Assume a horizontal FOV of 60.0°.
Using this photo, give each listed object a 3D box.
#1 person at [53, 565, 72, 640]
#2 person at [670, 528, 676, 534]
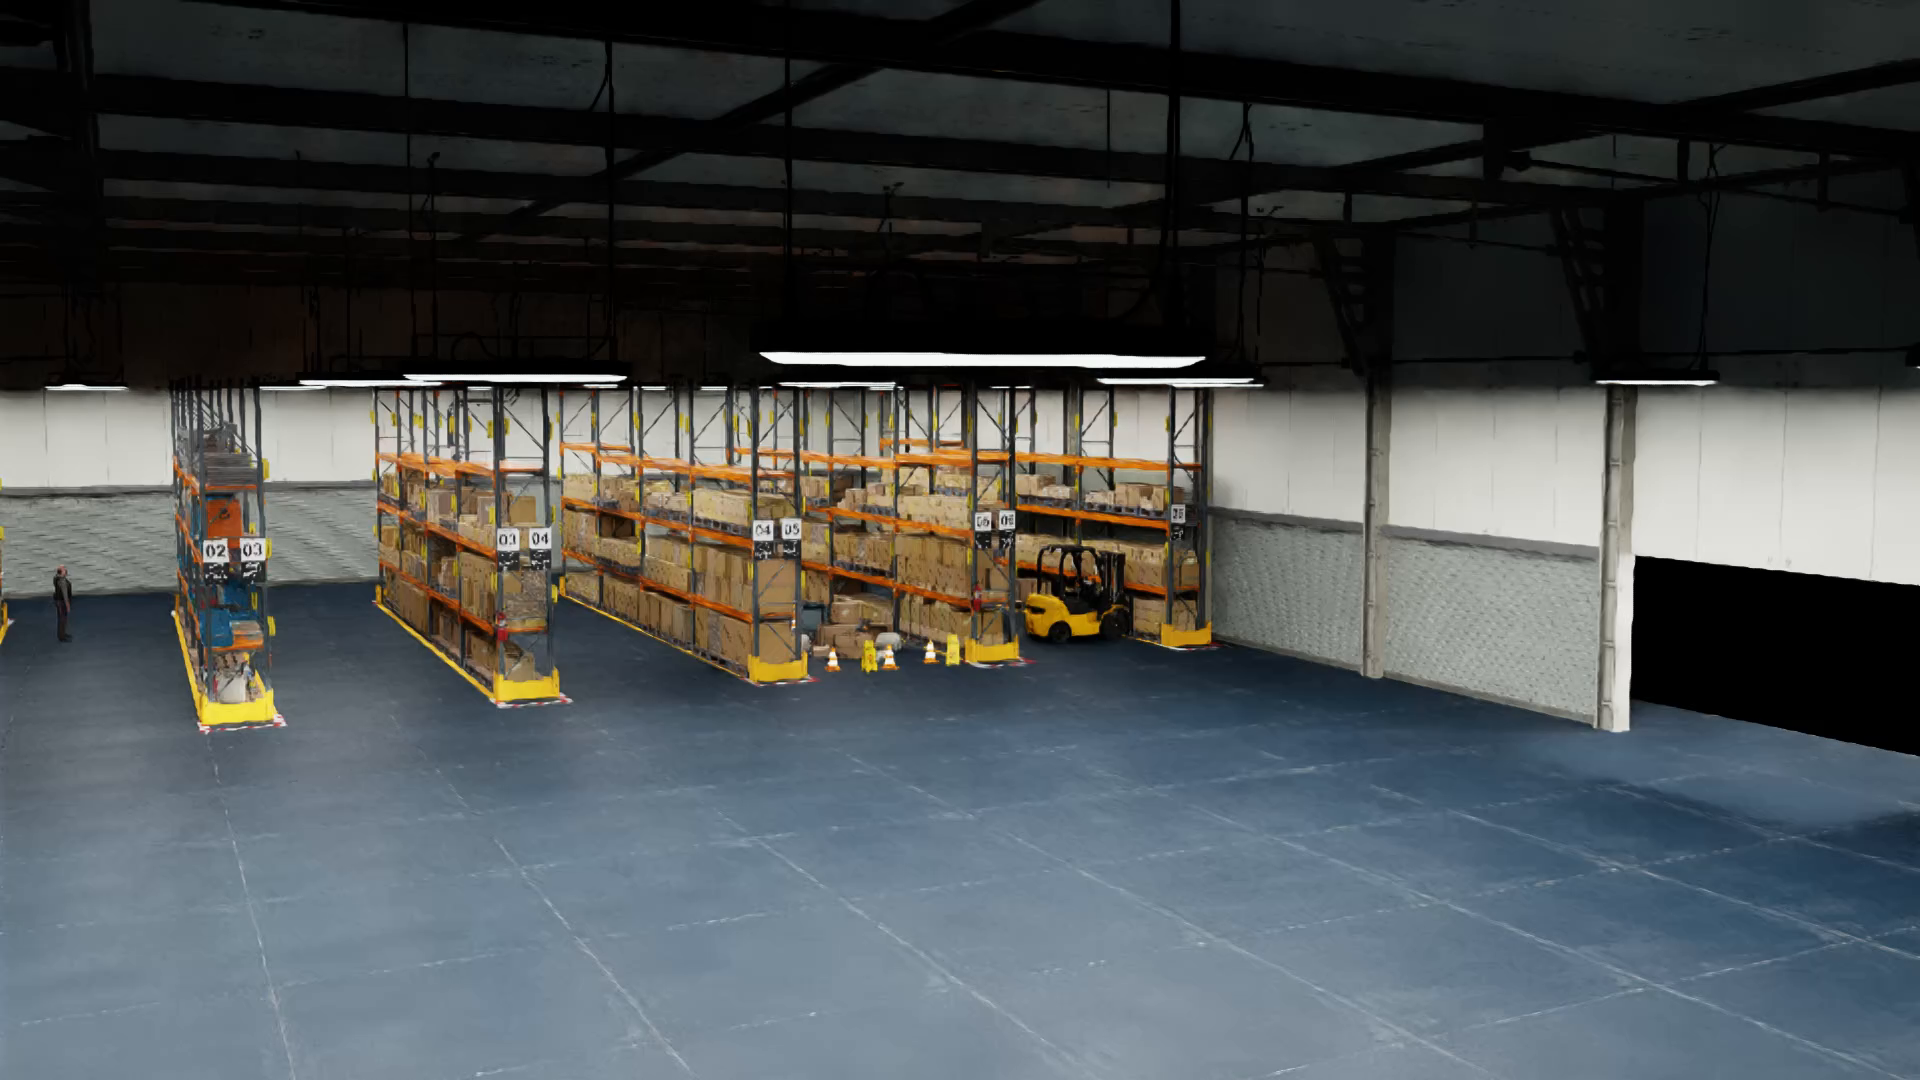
[{"bbox_3d":[-20.694,1.430,38.393,0.399,1.723,0.617,-5,7,-43],"label":"person"},{"bbox_3d":[-8.514,0.464,49.991,0.514,1.652,0.555,3,6,27],"label":"person"}]
